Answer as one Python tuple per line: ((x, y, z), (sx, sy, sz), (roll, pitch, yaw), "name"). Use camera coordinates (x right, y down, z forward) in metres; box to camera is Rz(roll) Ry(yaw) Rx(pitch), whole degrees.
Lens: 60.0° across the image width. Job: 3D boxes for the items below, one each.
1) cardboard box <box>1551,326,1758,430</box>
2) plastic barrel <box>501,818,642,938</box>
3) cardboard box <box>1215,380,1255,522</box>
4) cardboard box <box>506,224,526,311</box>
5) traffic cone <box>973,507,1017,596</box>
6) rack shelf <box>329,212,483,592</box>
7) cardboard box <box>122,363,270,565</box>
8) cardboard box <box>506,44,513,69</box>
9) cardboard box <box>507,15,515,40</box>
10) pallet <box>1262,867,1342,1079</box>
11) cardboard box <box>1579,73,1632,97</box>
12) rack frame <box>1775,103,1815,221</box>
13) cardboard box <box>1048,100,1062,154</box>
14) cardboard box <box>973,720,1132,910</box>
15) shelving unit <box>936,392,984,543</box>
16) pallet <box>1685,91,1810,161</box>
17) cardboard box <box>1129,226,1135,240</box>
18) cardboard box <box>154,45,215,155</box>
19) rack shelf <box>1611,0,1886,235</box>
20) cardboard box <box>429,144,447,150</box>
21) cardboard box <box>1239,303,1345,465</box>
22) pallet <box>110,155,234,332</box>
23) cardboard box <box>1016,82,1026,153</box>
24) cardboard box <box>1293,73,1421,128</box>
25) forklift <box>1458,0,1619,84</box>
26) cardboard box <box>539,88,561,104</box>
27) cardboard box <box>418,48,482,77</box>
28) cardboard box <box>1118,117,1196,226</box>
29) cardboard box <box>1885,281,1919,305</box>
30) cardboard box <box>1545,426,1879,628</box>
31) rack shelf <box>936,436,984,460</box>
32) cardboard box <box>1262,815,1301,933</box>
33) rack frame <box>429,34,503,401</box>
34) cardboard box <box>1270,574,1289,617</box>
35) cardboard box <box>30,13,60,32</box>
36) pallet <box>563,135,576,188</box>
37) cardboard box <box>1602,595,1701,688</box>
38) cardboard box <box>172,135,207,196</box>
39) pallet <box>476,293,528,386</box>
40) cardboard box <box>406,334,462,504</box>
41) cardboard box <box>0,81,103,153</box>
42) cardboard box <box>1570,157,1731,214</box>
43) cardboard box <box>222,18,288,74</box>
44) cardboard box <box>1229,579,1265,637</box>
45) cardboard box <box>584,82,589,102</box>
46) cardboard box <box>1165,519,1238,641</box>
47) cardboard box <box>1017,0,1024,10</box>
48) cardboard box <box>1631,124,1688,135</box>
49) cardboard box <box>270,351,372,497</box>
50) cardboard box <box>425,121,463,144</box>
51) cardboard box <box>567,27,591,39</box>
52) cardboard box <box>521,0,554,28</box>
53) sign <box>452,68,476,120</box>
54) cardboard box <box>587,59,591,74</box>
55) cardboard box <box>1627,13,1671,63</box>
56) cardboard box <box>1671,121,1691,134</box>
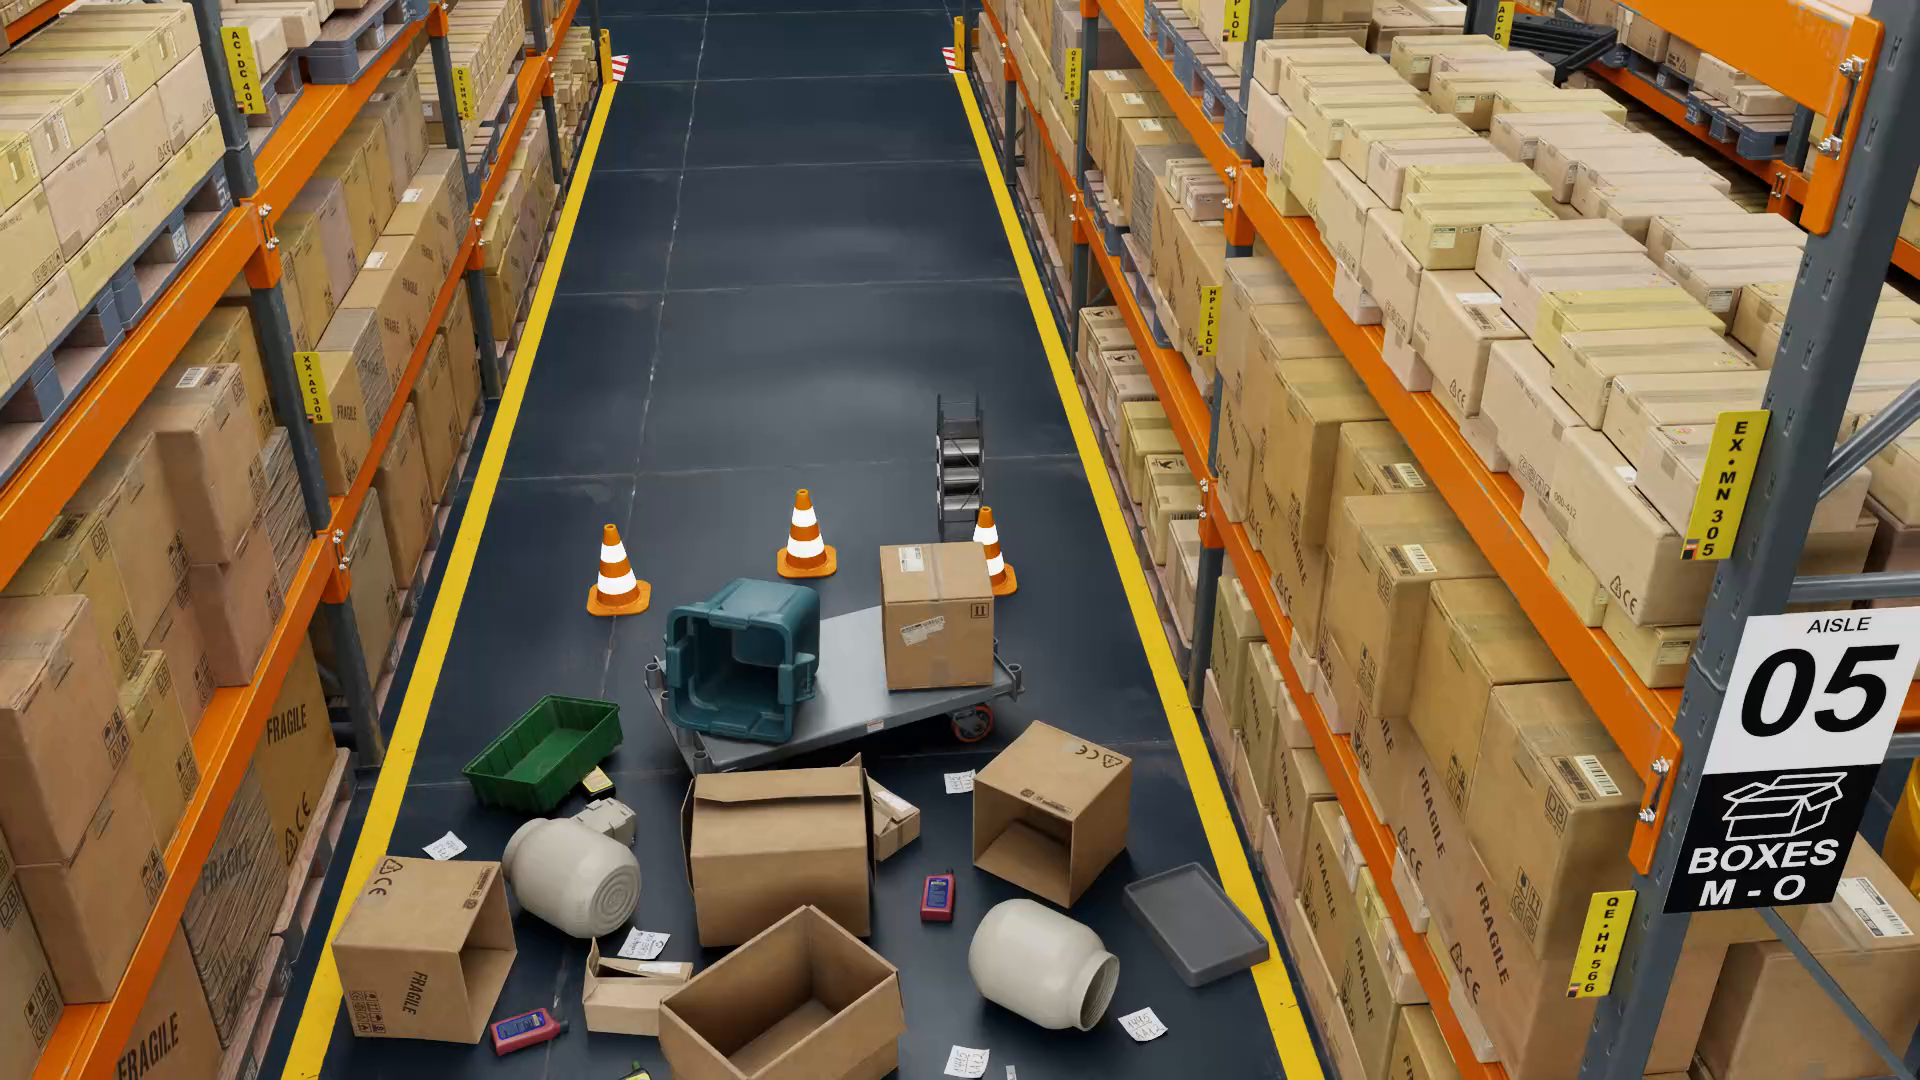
((1.675, -0.394, 4.028), (0.380, 0.149, 0.250), (-3, 31, -5), "cardboard box")
((-1.631, 1.407, 6.981), (0.512, 0.421, 0.421), (20, 36, 29), "plastic barrel")
((1.419, -0.426, 7.150), (0.500, 0.500, 0.500), (-3, 31, -5), "cardboard box")
((-3.500, -1.984, 12.174), (0.500, 0.500, 0.500), (-2, 31, -4), "cardboard box")
((0.145, 0.030, 9.249), (0.336, 0.463, 0.334), (-3, 31, -5), "traffic cone")
((-3.451, -0.917, 9.061), (1.077, 0.370, 4.000), (-3, 31, -5), "rack shelf")
((-3.097, -0.267, 6.073), (0.875, 0.550, 0.550), (-3, 31, -5), "cardboard box")
((-3.708, -3.780, 12.989), (0.380, 0.149, 0.250), (-4, 31, -7), "cardboard box")
((-3.732, -4.034, 13.124), (0.380, 0.149, 0.250), (-1, 31, -2), "cardboard box")
((1.870, 1.670, 6.749), (1.003, 0.211, 1.213), (-3, 31, -5), "pallet")
((5.690, -4.004, 14.635), (0.380, 0.149, 0.250), (-4, 31, -7), "cardboard box")
((6.223, -2.775, 11.471), (1.000, 3.000, 0.127), (-3, 31, -5), "rack frame")
((0.912, -2.977, 11.955), (0.500, 0.250, 0.500), (-2, 31, -4), "cardboard box")
((0.400, 1.191, 7.266), (0.500, 0.500, 0.500), (20, 36, 29), "cardboard box")
((-0.001, -0.390, 9.527), (0.258, 0.900, 0.210), (-3, 31, -5), "shelving unit")
((6.090, -3.035, 12.094), (1.213, 0.211, 1.003), (-3, 31, -5), "pallet")
((1.204, -1.884, 9.815), (0.380, 0.149, 0.250), (-1, 31, -2), "cardboard box")
((-2.962, -1.540, 5.827), (0.500, 0.250, 0.500), (-3, 31, -5), "cardboard box")
((1.842, -1.737, 4.588), (1.077, 0.370, 4.000), (-3, 31, -5), "rack shelf")
((-3.479, -2.557, 10.942), (0.380, 0.149, 0.250), (-3, 31, -5), "cardboard box")
((1.506, -0.596, 6.461), (0.700, 0.500, 0.500), (-3, 31, -4), "cardboard box")
((-3.198, -1.036, 5.721), (1.003, 0.211, 1.213), (-3, 31, -5), "pallet")
((0.956, -3.983, 15.583), (0.875, 0.438, 0.875), (-3, 31, -5), "cardboard box")
((1.428, -1.572, 6.000), (0.380, 0.149, 0.250), (-4, 31, -6), "cardboard box")
((3.314, -2.143, 10.479), (3.031, 2.935, 1.130), (22, 37, 32), "forklift")
((-3.924, -4.089, 15.461), (0.380, 0.149, 0.250), (-4, 31, -6), "cardboard box")
((-3.586, -3.355, 11.698), (0.380, 0.149, 0.250), (-1, 31, -2), "cardboard box")
((1.205, -2.109, 9.559), (0.500, 0.500, 0.500), (-2, 31, -4), "cardboard box")
((6.336, -1.283, 10.880), (0.875, 0.625, 0.625), (-2, 31, -3), "cardboard box")
((1.713, -0.050, 3.840), (0.500, 0.250, 0.500), (-3, 31, -5), "cardboard box")
((-0.001, -0.516, 9.451), (0.258, 0.077, 0.200), (-3, 31, -5), "rack shelf")
((1.555, 1.364, 6.814), (0.500, 0.250, 0.500), (-3, 31, -5), "cardboard box")
((-3.638, -2.246, 10.586), (1.000, 3.000, 0.127), (-3, 31, -5), "rack frame")
((1.484, 0.180, 6.770), (0.380, 0.149, 0.250), (-2, 31, -3), "cardboard box")
((-9.108, -4.625, 16.232), (0.875, 0.875, 0.875), (-3, 31, -5), "cardboard box")
((-4.109, -3.433, 15.292), (1.003, 0.211, 1.213), (-3, 31, -5), "pallet")
((1.717, 0.200, 3.810), (0.380, 0.149, 0.250), (-3, 31, -4), "cardboard box")
((-2.888, -1.308, 5.828), (0.380, 0.149, 0.250), (-2, 31, -4), "cardboard box")
((-3.709, -1.448, 11.969), (1.003, 0.211, 1.213), (-3, 31, -5), "pallet")
((-3.585, -0.700, 9.781), (1.050, 0.750, 0.750), (-2, 31, -4), "cardboard box")
((-2.817, -1.261, 4.972), (0.380, 0.149, 0.250), (-3, 31, -4), "cardboard box")
((2.142, -1.077, 5.170), (0.380, 0.149, 0.250), (-2, 31, -4), "cardboard box")
((-3.114, -2.149, 7.236), (0.250, 0.149, 0.380), (-3, 31, -5), "cardboard box")
((1.393, 0.288, 7.252), (0.380, 0.149, 0.250), (-2, 31, -4), "cardboard box")
((-3.942, -4.510, 16.747), (0.380, 0.149, 0.250), (-4, 31, -7), "cardboard box")
((1.603, 0.187, 8.665), (0.950, 0.372, 0.625), (-2, 31, -4), "cardboard box")
((0.737, -4.553, 13.375), (0.500, 0.500, 0.500), (-3, 31, -5), "cardboard box")
((5.802, -3.343, 13.818), (0.380, 0.149, 0.250), (-2, 31, -3), "cardboard box")
((-3.045, -0.529, 7.613), (0.500, 0.500, 0.500), (-2, 31, -4), "cardboard box")
((-3.483, -2.703, 10.896), (0.380, 0.149, 0.250), (-1, 31, -2), "cardboard box")
((-4.083, -5.285, 17.463), (0.380, 0.149, 0.250), (-2, 31, -4), "cardboard box")
((-3.807, -4.724, 14.347), (0.500, 0.500, 0.500), (-3, 31, -5), "cardboard box")
((-3.085, -2.772, 10.337), (0.100, 0.325, 0.005), (-3, 31, -5), "sign")
((-4.001, -4.894, 17.099), (0.380, 0.149, 0.250), (-4, 31, -7), "cardboard box")
((5.793, -4.118, 13.212), (0.700, 0.500, 0.500), (-3, 31, -5), "cardboard box")
((6.254, -3.498, 14.078), (0.380, 0.149, 0.250), (-2, 31, -3), "cardboard box")
